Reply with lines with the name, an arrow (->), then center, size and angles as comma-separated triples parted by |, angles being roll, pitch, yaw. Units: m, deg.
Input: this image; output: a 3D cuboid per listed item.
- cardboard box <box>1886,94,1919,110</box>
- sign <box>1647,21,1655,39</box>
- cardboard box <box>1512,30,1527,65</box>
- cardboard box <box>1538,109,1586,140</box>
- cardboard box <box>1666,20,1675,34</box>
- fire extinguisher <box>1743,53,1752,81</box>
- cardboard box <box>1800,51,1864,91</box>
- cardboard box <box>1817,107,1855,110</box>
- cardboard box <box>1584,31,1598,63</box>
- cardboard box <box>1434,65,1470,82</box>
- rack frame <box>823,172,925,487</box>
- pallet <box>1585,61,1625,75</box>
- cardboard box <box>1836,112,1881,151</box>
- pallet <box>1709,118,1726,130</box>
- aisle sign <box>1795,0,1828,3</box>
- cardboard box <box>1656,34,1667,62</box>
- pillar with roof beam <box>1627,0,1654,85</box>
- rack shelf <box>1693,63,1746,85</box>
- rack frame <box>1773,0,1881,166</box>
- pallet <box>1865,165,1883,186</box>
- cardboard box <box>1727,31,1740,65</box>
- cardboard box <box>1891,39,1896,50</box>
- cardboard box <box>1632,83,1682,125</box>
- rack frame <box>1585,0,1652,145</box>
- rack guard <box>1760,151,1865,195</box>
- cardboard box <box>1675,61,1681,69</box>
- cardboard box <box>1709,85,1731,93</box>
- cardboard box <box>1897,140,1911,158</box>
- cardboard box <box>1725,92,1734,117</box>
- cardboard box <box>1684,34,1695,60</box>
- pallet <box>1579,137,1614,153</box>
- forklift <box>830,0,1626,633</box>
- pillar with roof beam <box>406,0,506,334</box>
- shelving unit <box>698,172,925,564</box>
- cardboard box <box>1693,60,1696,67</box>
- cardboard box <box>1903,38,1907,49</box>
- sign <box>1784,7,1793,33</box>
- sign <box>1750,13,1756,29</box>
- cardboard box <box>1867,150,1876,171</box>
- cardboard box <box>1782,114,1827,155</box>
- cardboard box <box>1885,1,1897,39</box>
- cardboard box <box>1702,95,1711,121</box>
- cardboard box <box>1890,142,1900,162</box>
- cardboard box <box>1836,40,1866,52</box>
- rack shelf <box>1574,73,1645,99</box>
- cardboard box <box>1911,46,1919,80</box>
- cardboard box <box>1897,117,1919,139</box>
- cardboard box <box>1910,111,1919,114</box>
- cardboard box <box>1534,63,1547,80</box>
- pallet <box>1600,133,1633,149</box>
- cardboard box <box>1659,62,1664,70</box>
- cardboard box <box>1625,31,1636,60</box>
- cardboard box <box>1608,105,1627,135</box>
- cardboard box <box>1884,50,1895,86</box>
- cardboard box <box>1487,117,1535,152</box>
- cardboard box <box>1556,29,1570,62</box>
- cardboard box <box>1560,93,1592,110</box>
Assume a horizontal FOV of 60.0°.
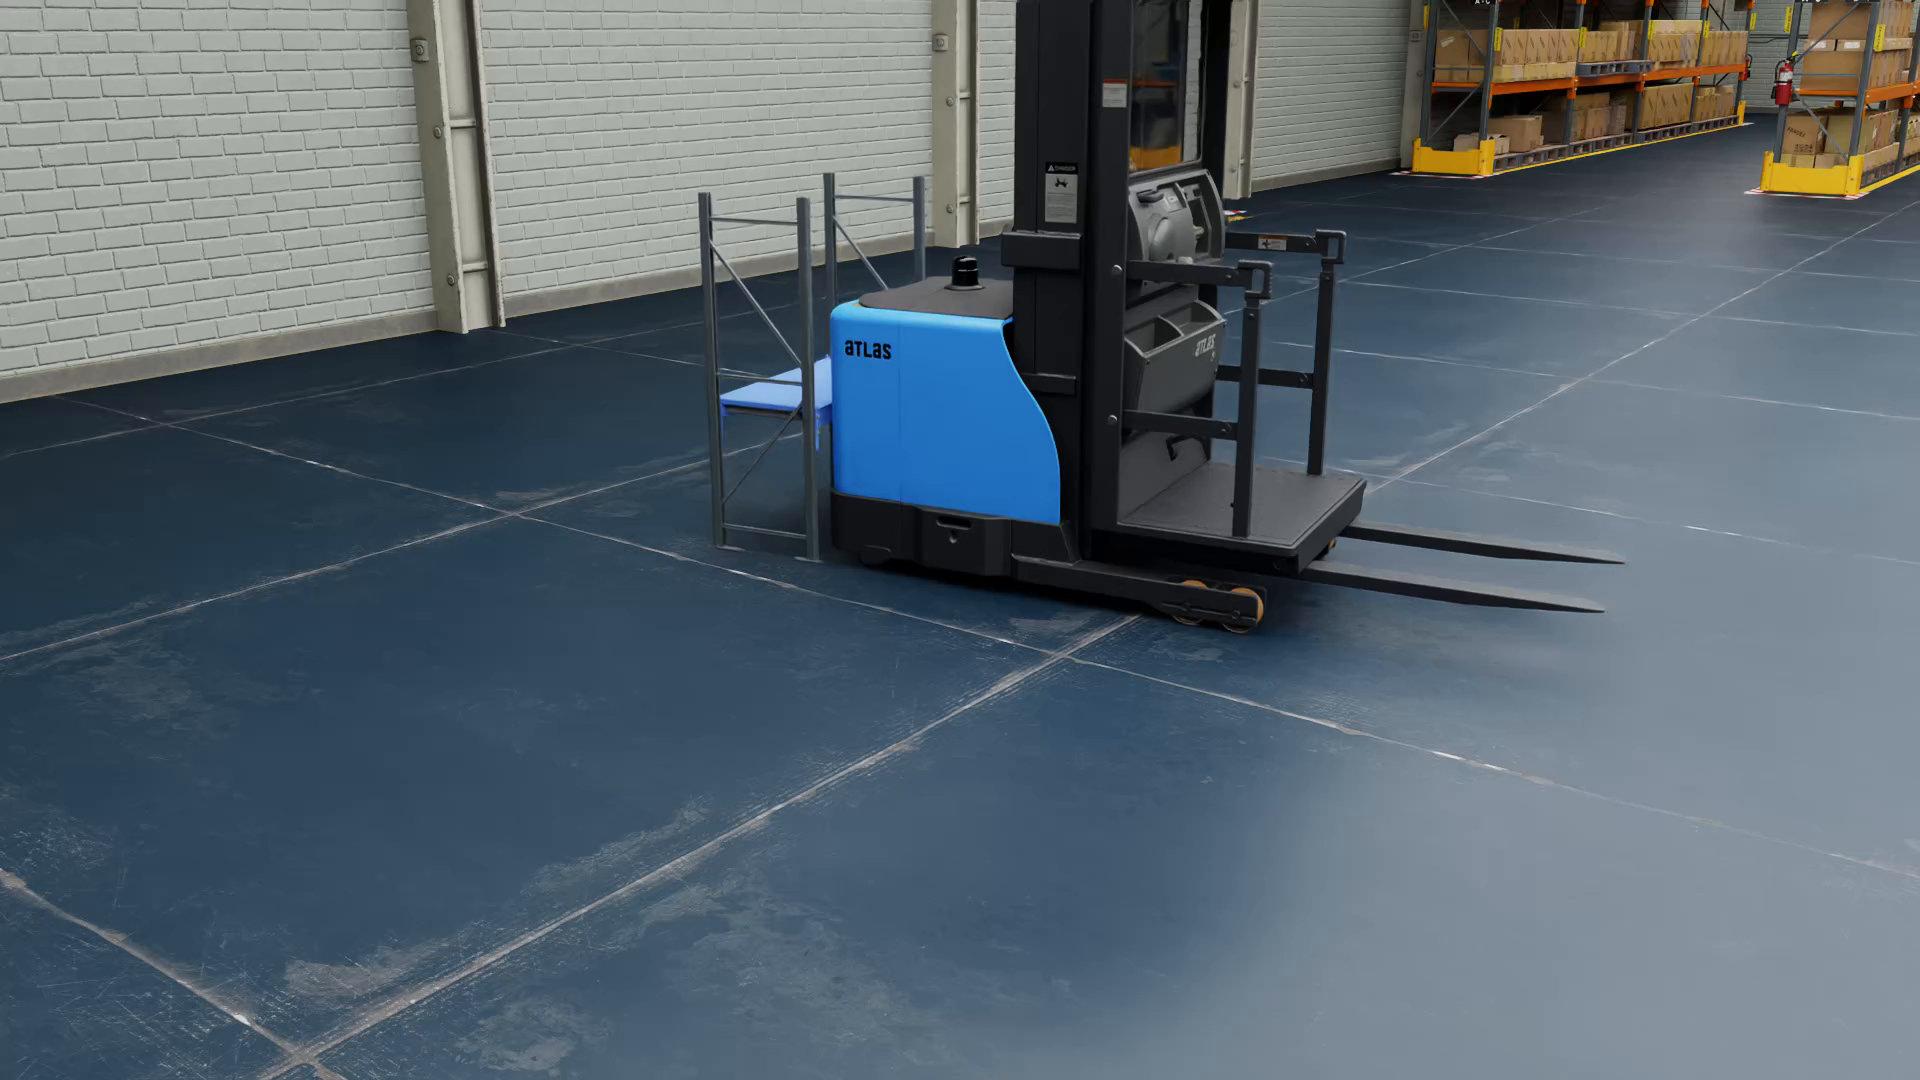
cardboard box -> 16.533, -7.656, 29.048 | 0.500, 0.250, 0.500 | 13, 22, 37
sign -> 12.595, -9.299, 30.312 | 0.100, 0.325, 0.005 | 12, 21, 35
cardboard box -> 8.215, -7.445, 25.114 | 0.500, 0.500, 0.500 | 12, 21, 35
cardboard box -> 10.463, -7.251, 29.010 | 0.700, 0.500, 0.500 | 12, 21, 34
cardboard box -> 13.245, -9.745, 31.600 | 0.500, 0.250, 0.500 | 13, 21, 35
fire extinguisher -> 17.381, -10.522, 36.829 | 0.296, 0.674, 0.183 | 12, 21, 35
cardboard box -> 11.656, -6.254, 22.157 | 0.700, 0.500, 0.500 | 12, 21, 35
cardboard box -> 12.931, -6.120, 24.558 | 0.500, 0.500, 0.500 | 12, 21, 35
cardboard box -> 10.439, -8.430, 28.421 | 0.700, 0.500, 0.500 | 15, 23, 40
cardboard box -> 7.510, -7.056, 25.125 | 0.500, 0.250, 0.500 | 13, 21, 35
rack frame -> -0.389, -0.926, 7.697 | 0.500, 1.500, 0.032 | 8, 19, 24
pallet -> 11.007, -8.307, 29.260 | 1.003, 0.211, 1.213 | 12, 21, 35
cardboard box -> 12.449, -5.672, 23.116 | 0.500, 0.500, 0.500 | 12, 21, 35
pallet -> 15.779, -8.958, 35.733 | 1.003, 0.211, 1.213 | 12, 21, 35
aisle sign -> 11.092, -7.375, 21.553 | 0.394, 0.787, 0.004 | 12, 21, 35
cardboard box -> 12.968, -9.270, 31.334 | 0.500, 0.500, 0.500 | 13, 22, 36
pillar with roof beam -> 17.717, -12.254, 31.531 | 9.100, 9.000, 0.400 | 12, 21, 35
rack shelf -> 15.728, -9.963, 35.482 | 1.077, 0.370, 4.000 | 12, 21, 35
rack frame -> 11.367, -6.098, 21.821 | 1.000, 3.000, 0.127 | 12, 21, 35
pallet -> 12.517, -5.245, 23.777 | 1.003, 0.211, 1.213 | 12, 21, 35
cardboard box -> 16.200, -10.628, 35.903 | 0.980, 0.700, 0.700 | 12, 21, 34
cardboard box -> 12.847, -6.939, 23.269 | 0.380, 0.149, 0.250 | 13, 22, 36
cardboard box -> 13.727, -8.614, 32.842 | 0.750, 0.750, 0.750 | 13, 22, 36
rack frame -> 12.153, -8.877, 30.773 | 1.000, 3.000, 0.127 | 12, 21, 35
rack guard -> 11.353, -4.898, 22.174 | 1.175, 0.500, 0.348 | 12, 21, 35
cardboard box -> 13.932, -9.351, 32.689 | 0.380, 0.149, 0.250 | 12, 21, 35
cardboard box -> 16.501, -9.791, 36.129 | 0.380, 0.149, 0.250 | 13, 22, 36
cardboard box -> 14.190, -5.990, 25.403 | 0.500, 0.250, 0.500 | 12, 21, 33
cardboard box -> 16.583, -9.605, 36.624 | 0.700, 0.500, 0.500 | 12, 21, 35
cardboard box -> 14.168, -9.752, 32.885 | 0.500, 0.500, 0.500 | 13, 21, 35
pallet -> 10.959, -7.071, 29.656 | 1.003, 0.211, 1.213 | 12, 21, 35
forklift -> 1.014, -1.235, 6.279 | 3.031, 2.935, 1.130 | 9, 19, 26
pillar with roof beam -> -0.159, -5.109, 8.521 | 9.100, 9.000, 0.400 | 12, 21, 35
shelving unit -> -0.605, -0.790, 7.257 | 0.538, 1.500, 1.048 | 8, 19, 24
cardboard box -> 14.563, -9.589, 33.455 | 0.380, 0.149, 0.250 | 13, 21, 35
cardboard box -> 13.458, -7.184, 24.057 | 0.380, 0.149, 0.250 | 12, 21, 33
sign -> 10.940, -6.863, 21.934 | 0.100, 0.325, 0.005 | 12, 21, 35
sign -> 17.348, -11.350, 36.383 | 0.100, 0.325, 0.005 | 12, 21, 35
cardboard box -> 12.459, -5.312, 23.220 | 0.500, 0.250, 0.500 | 12, 21, 35
cardboard box -> 11.448, -5.523, 22.636 | 0.500, 0.500, 0.500 | 12, 21, 35
cardboard box -> 12.594, -7.252, 23.183 | 0.700, 0.500, 0.500 | 12, 21, 35
cardboard box -> 15.367, -9.116, 35.048 | 0.700, 0.500, 0.500 | 12, 21, 34
cardboard box -> 13.650, -5.789, 24.755 | 0.500, 0.250, 0.500 | 12, 21, 35
cardboard box -> 11.774, -6.511, 21.889 | 0.380, 0.149, 0.250 | 12, 21, 34
rack shelf -> 10.962, -8.058, 29.346 | 1.077, 0.370, 4.000 | 12, 21, 35
cardboard box -> 15.147, -7.648, 26.646 | 0.500, 0.500, 0.500 | 11, 20, 32
cardboard box -> 14.499, -6.378, 25.708 | 0.500, 0.311, 0.500 | 12, 21, 34
cardboard box -> 15.715, -6.865, 27.275 | 0.500, 0.311, 0.500 | 12, 21, 34
cardboard box -> 8.842, -7.337, 26.030 | 0.500, 0.250, 0.500 | 13, 21, 35
pallet -> 11.687, -7.360, 30.588 | 1.003, 0.211, 1.213 | 12, 21, 35
cardboard box -> 13.280, -9.116, 31.931 | 0.380, 0.149, 0.250 | 13, 21, 36
cardboard box -> 11.881, -9.022, 30.327 | 0.700, 0.500, 0.500 | 10, 20, 28
cardboard box -> 11.766, -7.713, 30.497 | 0.700, 0.500, 0.500 | 13, 21, 35
cardboard box -> 12.880, -6.746, 23.740 | 0.700, 0.500, 0.500 | 13, 21, 35
cardboard box -> 8.688, -6.439, 26.394 | 0.700, 0.500, 0.500 | 11, 20, 31
cardboard box -> 9.444, -7.934, 26.689 | 0.500, 0.500, 0.500 | 12, 21, 34
cardboard box -> 10.762, -7.708, 29.214 | 0.500, 0.250, 0.500 | 12, 21, 33
